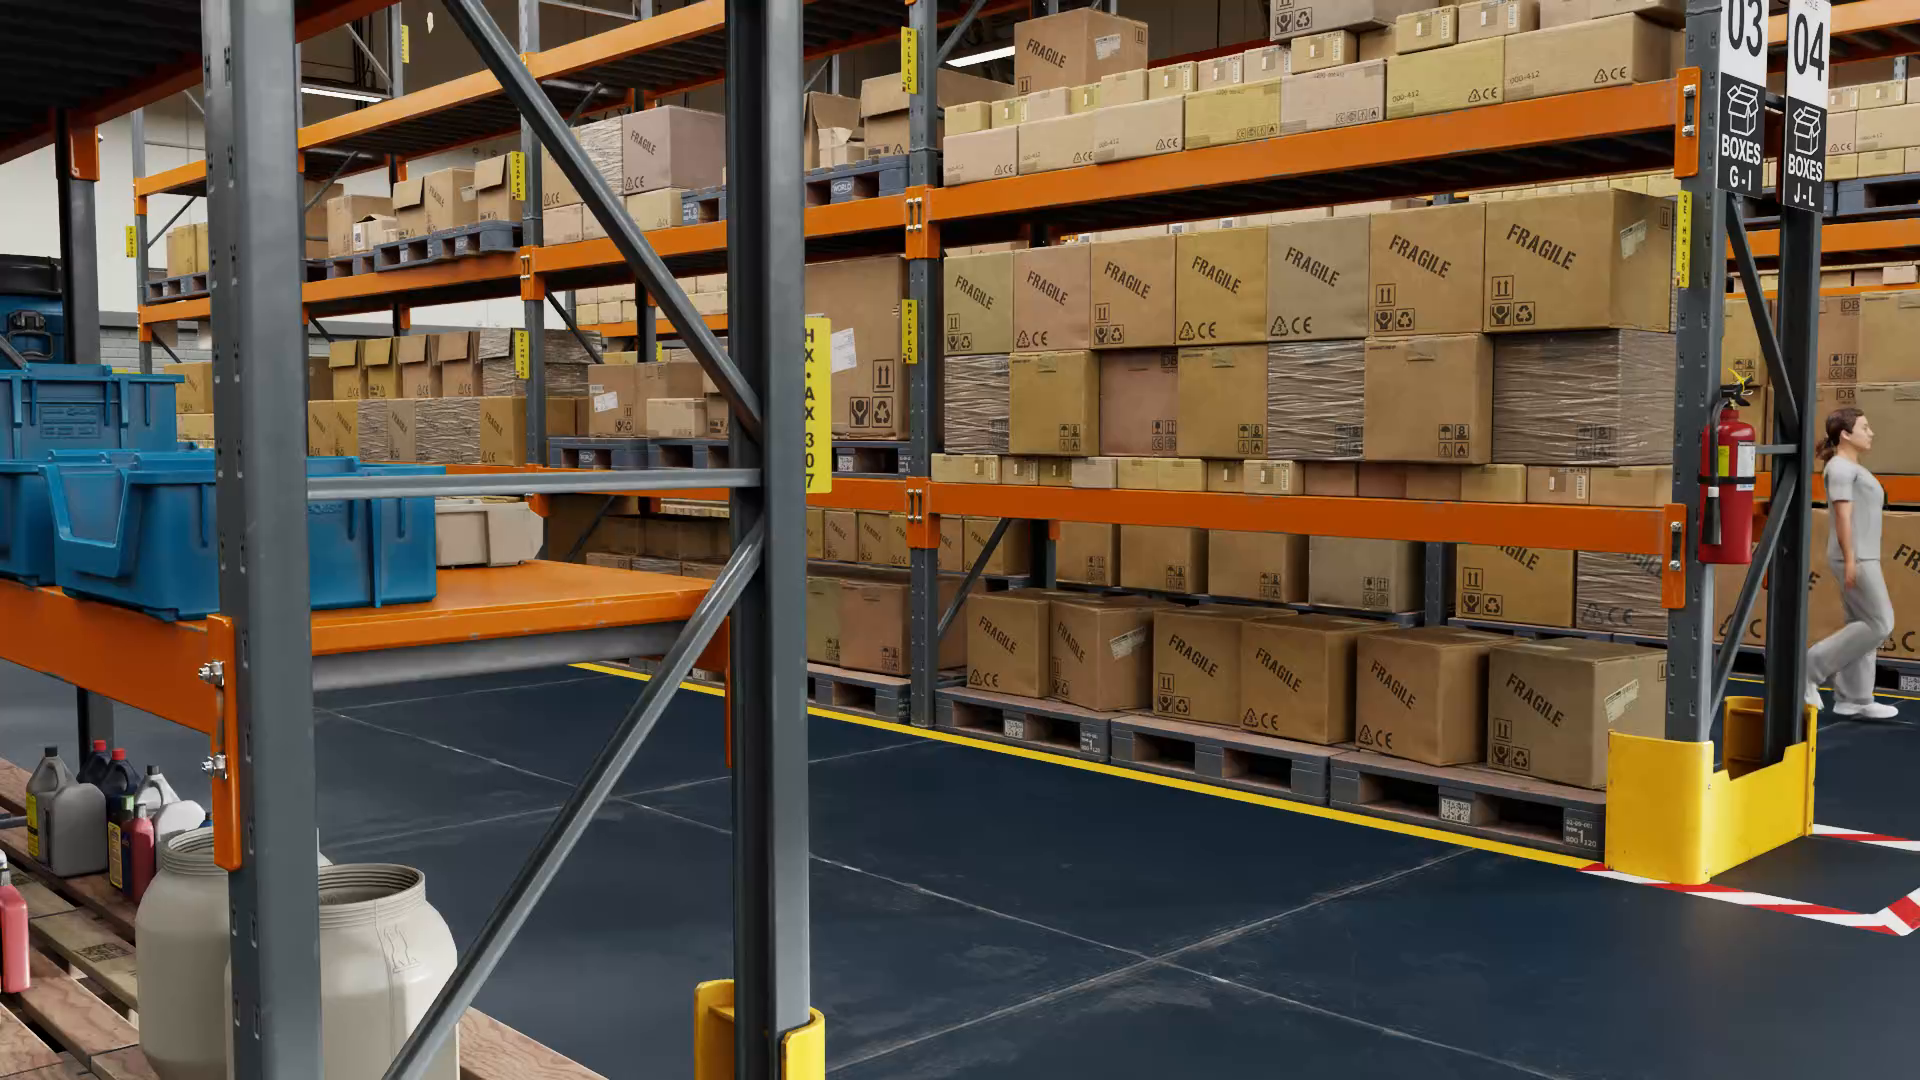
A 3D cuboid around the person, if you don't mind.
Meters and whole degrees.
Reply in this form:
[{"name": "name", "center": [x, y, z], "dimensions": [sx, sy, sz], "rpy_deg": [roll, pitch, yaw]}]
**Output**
[{"name": "person", "center": [4.765, 0.120, 8.936], "dimensions": [0.532, 1.662, 0.448], "rpy_deg": [2, 5, 31]}]
